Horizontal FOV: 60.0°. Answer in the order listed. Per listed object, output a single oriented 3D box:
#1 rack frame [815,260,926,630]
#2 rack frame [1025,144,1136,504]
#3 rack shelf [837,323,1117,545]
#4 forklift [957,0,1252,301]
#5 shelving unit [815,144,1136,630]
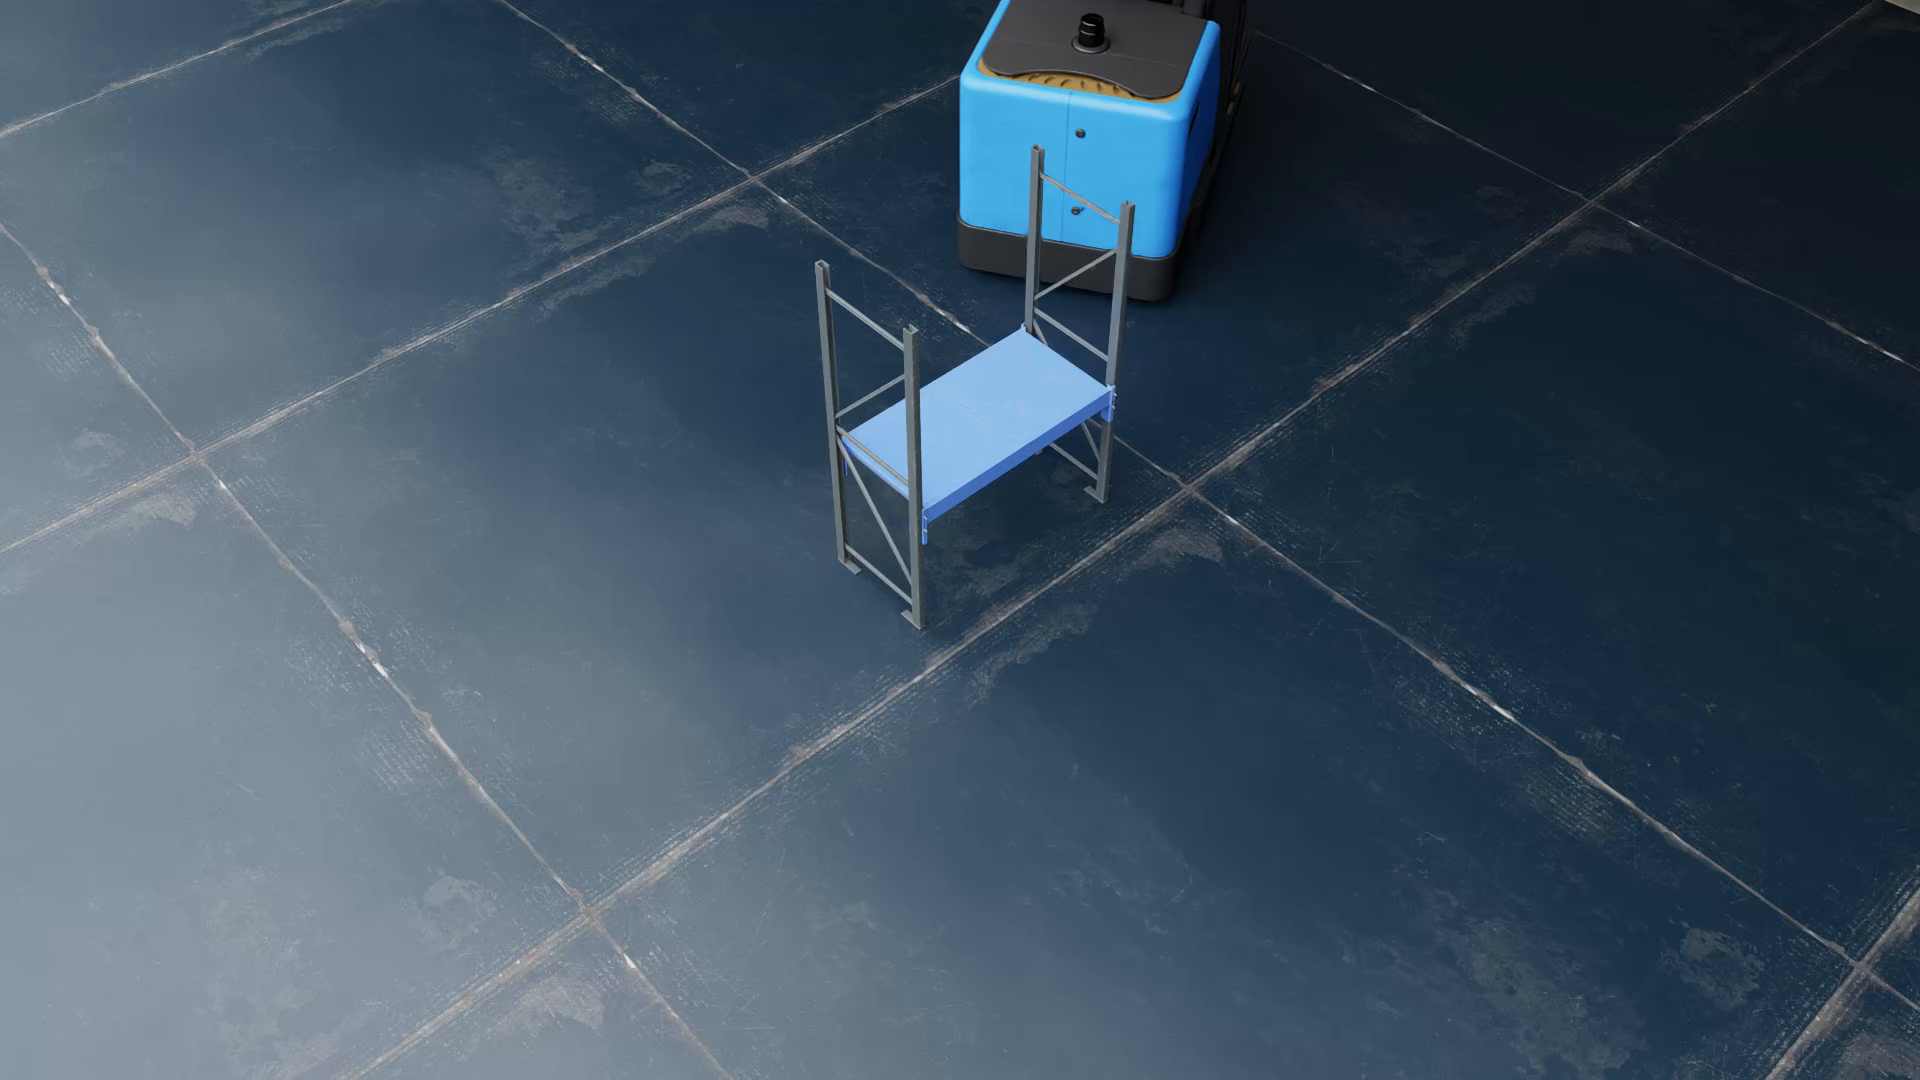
[{"bbox_3d":[-0.313,-0.299,6.059,0.032,1.500,0.500,-34,56,-27],"label":"rack frame"},{"bbox_3d":[0.439,-0.802,6.523,0.032,1.500,0.500,-34,56,-27],"label":"rack frame"},{"bbox_3d":[0.063,-0.429,6.423,1.000,0.185,0.538,-34,56,-27],"label":"rack shelf"},{"bbox_3d":[0.891,-3.212,7.773,1.130,2.935,3.031,12,48,11],"label":"forklift"},{"bbox_3d":[0.063,-0.551,6.291,1.048,1.500,0.538,-34,56,-27],"label":"shelving unit"}]
